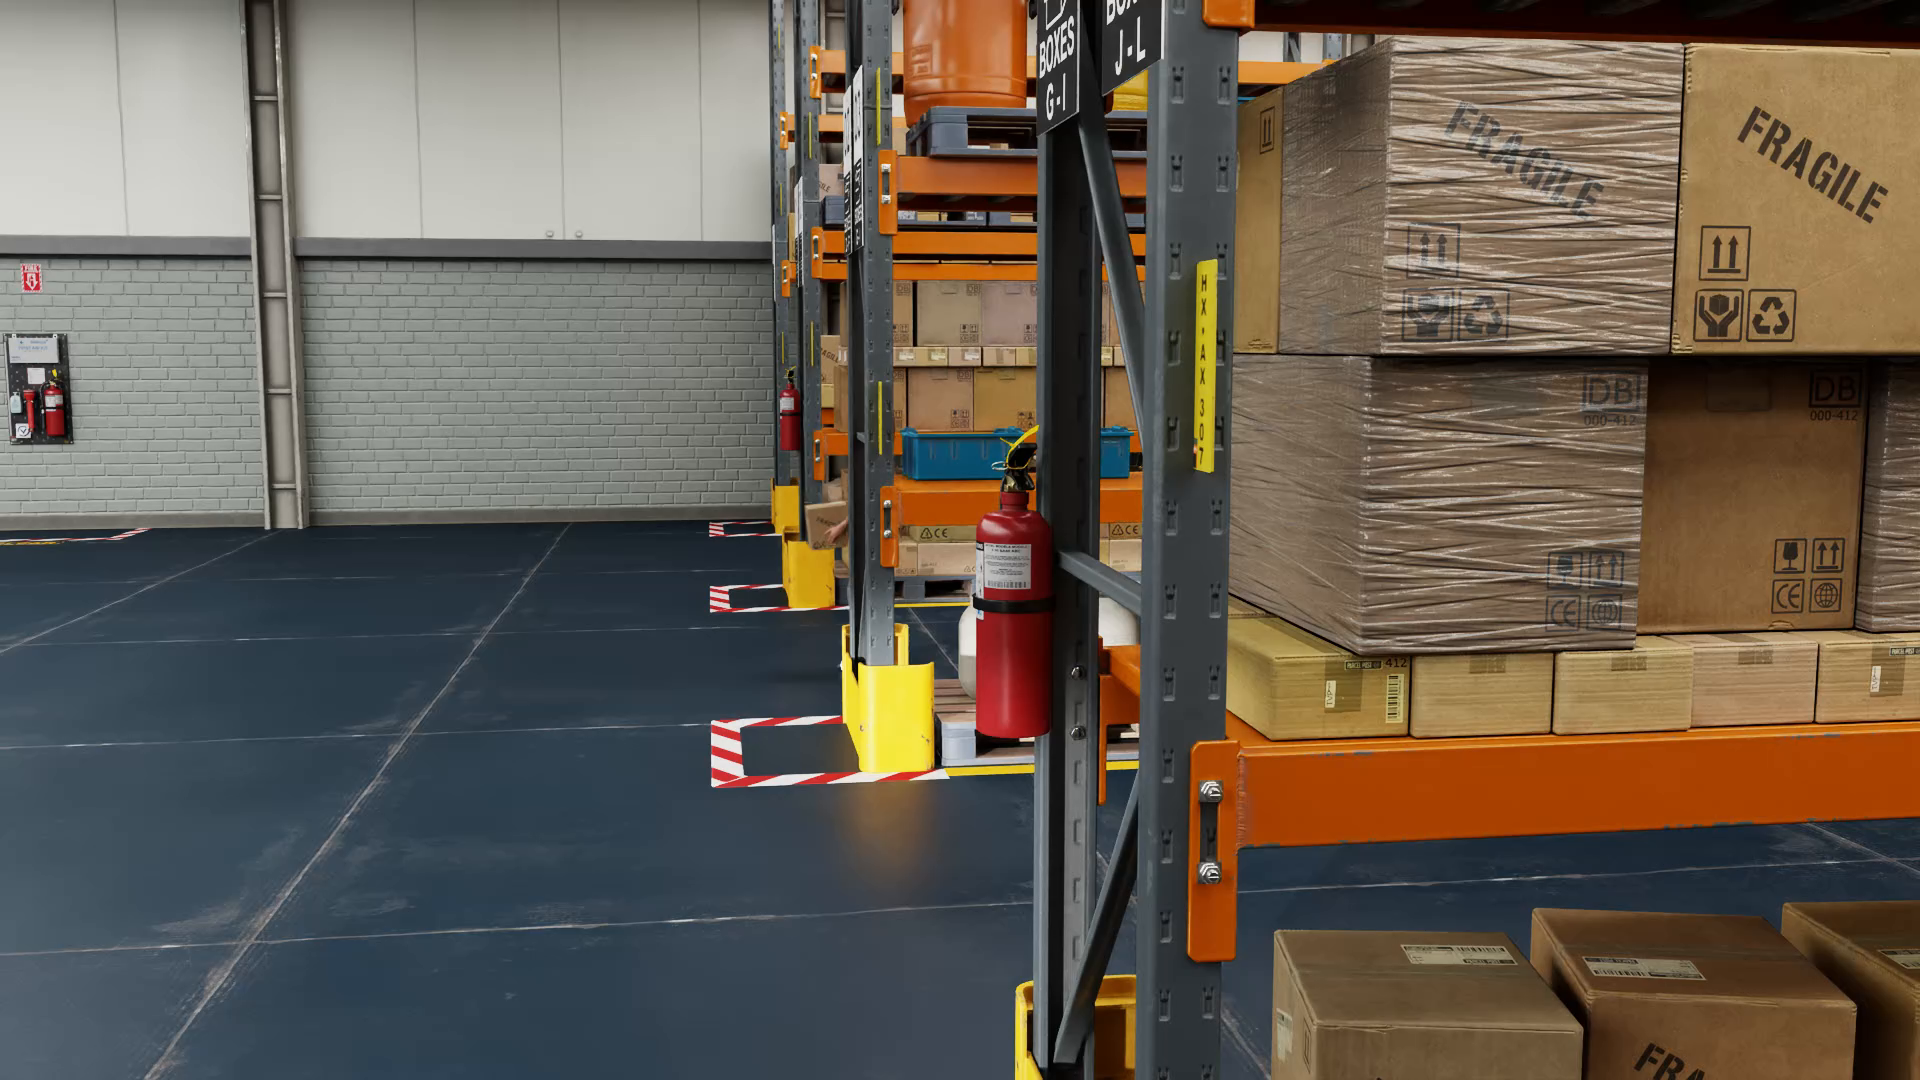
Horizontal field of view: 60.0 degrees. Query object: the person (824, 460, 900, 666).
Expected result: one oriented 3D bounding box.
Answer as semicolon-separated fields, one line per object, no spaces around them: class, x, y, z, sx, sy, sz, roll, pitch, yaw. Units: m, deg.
person;-0.591;0.008;9.916;0.461;1.602;0.440;-1;7;-9
